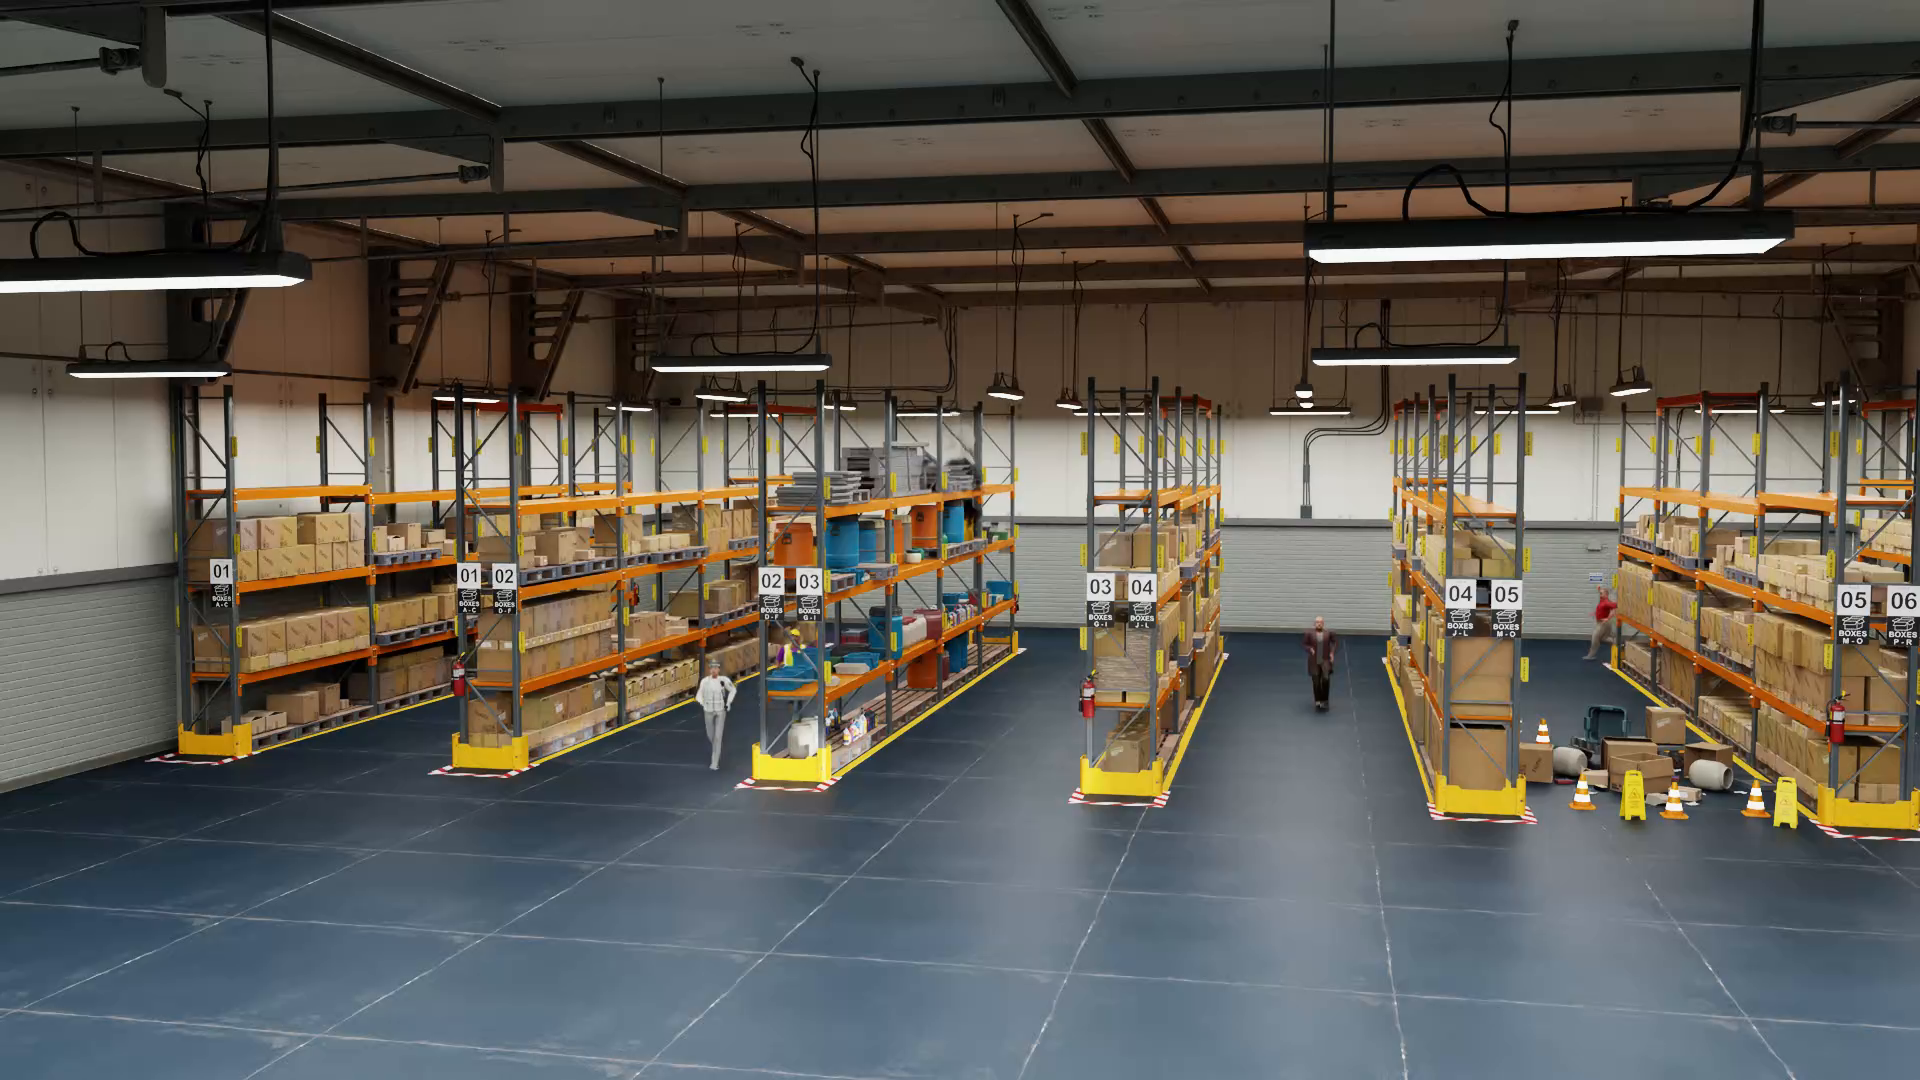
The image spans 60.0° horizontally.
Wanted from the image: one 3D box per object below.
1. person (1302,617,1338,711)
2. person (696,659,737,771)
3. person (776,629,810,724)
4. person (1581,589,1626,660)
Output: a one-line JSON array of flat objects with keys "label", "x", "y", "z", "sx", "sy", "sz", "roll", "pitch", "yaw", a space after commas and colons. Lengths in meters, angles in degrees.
[{"label": "person", "x": 6.847, "y": 2.357, "z": 31.632, "sx": 0.681, "sy": 1.796, "sz": 0.754, "roll": 1, "pitch": 3, "yaw": 12}, {"label": "person", "x": -3.831, "y": 2.705, "z": 26.116, "sx": 0.617, "sy": 1.700, "sz": 0.882, "roll": 0, "pitch": 3, "yaw": 1}, {"label": "person", "x": -2.973, "y": 2.466, "z": 30.025, "sx": 0.711, "sy": 1.722, "sz": 0.589, "roll": 0, "pitch": 3, "yaw": 5}, {"label": "person", "x": 15.102, "y": 1.989, "z": 38.912, "sx": 1.012, "sy": 1.716, "sz": 0.697, "roll": 1, "pitch": 3, "yaw": 18}]
